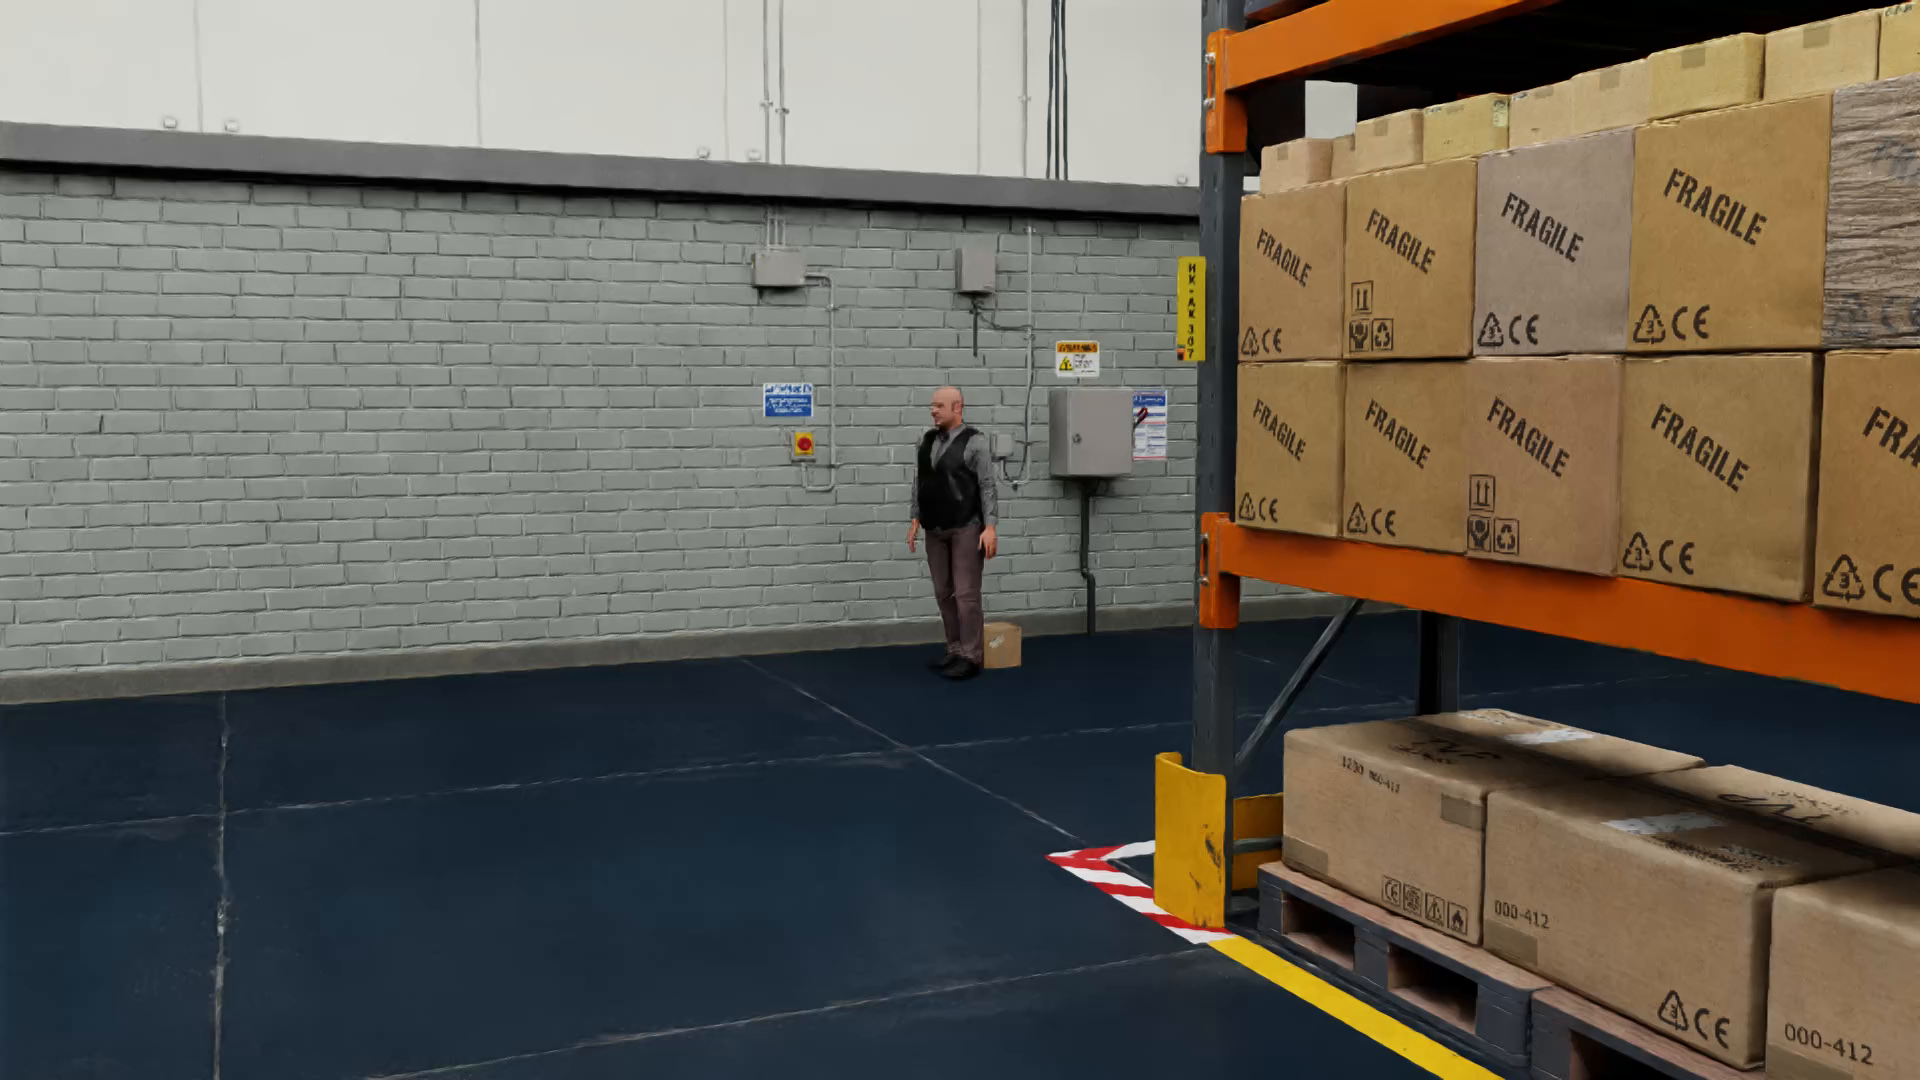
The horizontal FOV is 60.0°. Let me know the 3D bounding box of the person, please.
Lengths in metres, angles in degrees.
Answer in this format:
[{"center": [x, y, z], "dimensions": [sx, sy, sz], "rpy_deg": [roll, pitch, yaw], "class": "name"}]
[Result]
[{"center": [-0.033, -0.053, 9.941], "dimensions": [0.602, 1.731, 0.500], "rpy_deg": [4, 7, 38], "class": "person"}]
